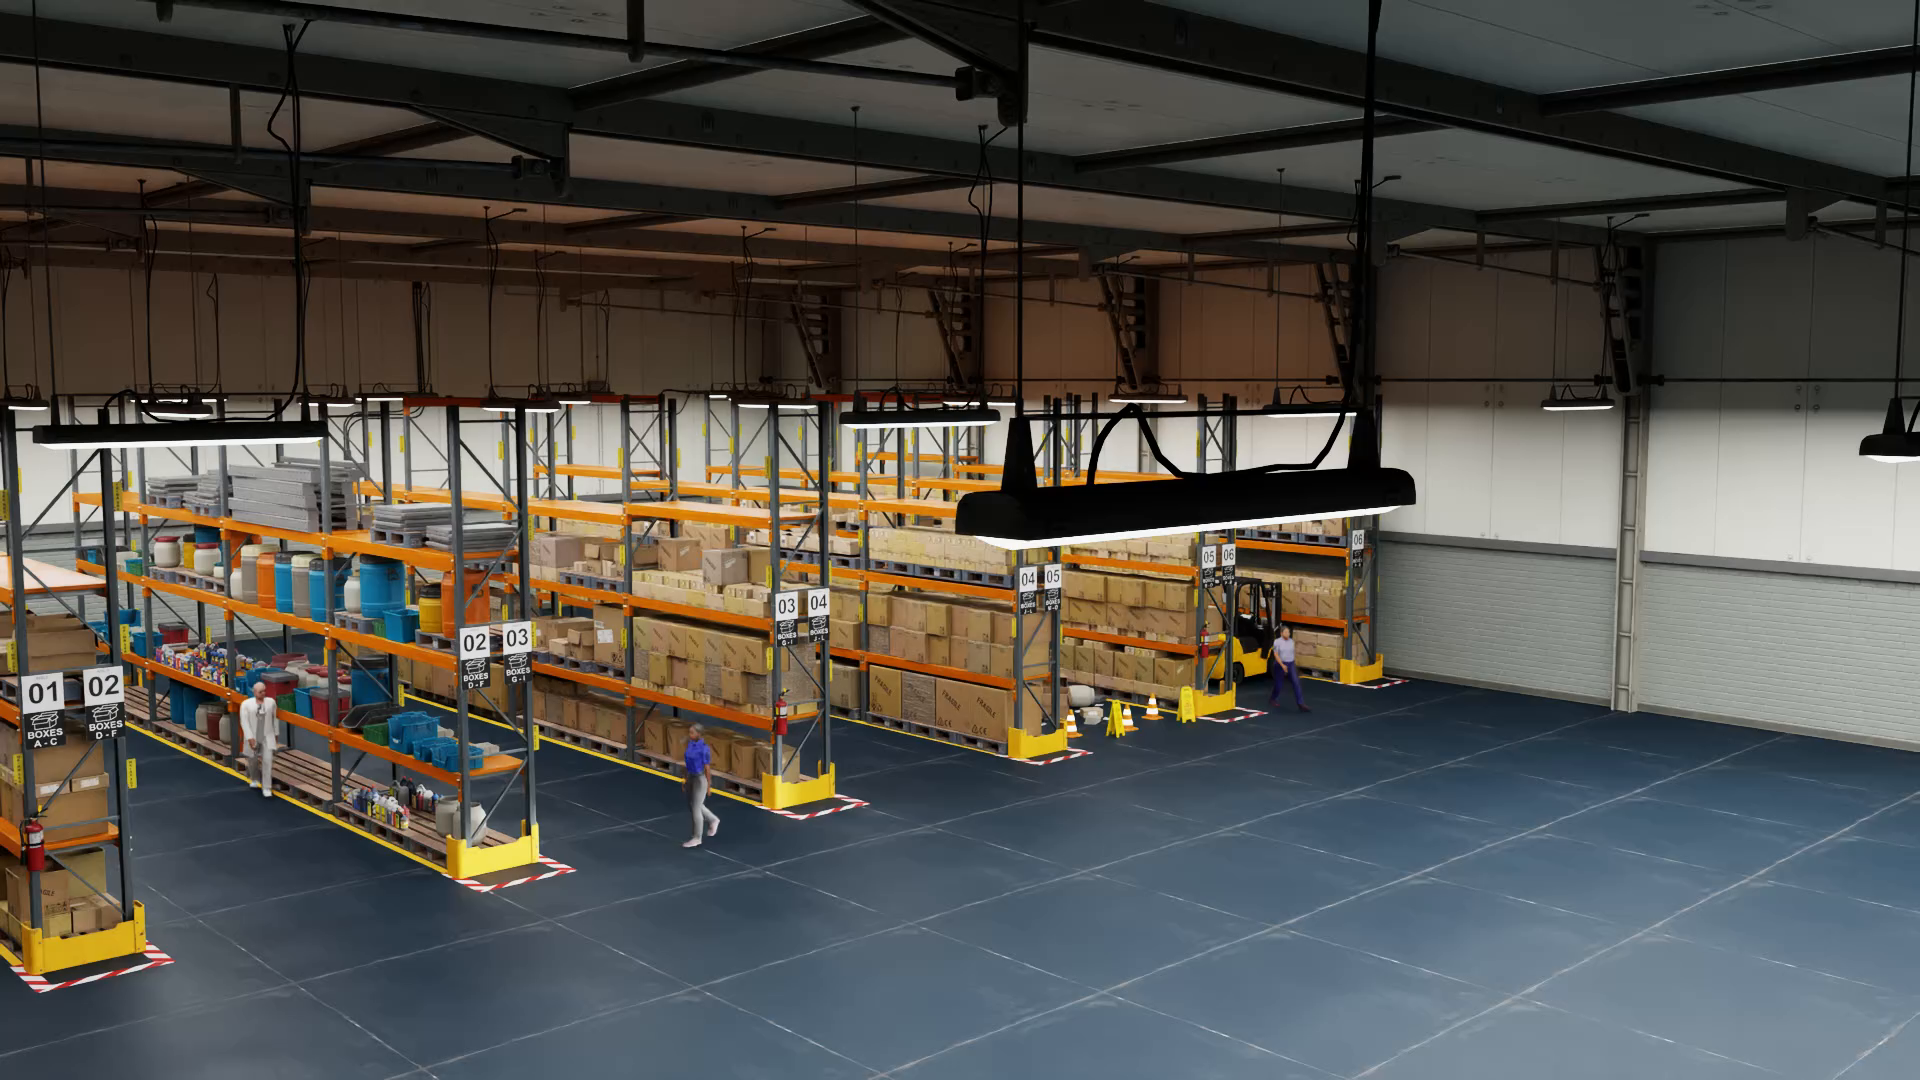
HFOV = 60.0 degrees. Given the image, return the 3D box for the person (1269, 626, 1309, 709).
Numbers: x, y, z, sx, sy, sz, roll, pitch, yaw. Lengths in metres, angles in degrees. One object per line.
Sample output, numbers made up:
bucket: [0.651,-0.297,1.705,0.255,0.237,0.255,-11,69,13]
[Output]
person: [6.320,2.449,31.986,0.606,1.605,0.789,-1,6,-7]

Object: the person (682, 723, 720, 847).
person: [-3.546,3.311,22.745,0.733,1.645,0.428,-5,7,-39]

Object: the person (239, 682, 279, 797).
person: [-10.672,3.020,25.381,0.568,1.705,1.165,-3,6,-28]
